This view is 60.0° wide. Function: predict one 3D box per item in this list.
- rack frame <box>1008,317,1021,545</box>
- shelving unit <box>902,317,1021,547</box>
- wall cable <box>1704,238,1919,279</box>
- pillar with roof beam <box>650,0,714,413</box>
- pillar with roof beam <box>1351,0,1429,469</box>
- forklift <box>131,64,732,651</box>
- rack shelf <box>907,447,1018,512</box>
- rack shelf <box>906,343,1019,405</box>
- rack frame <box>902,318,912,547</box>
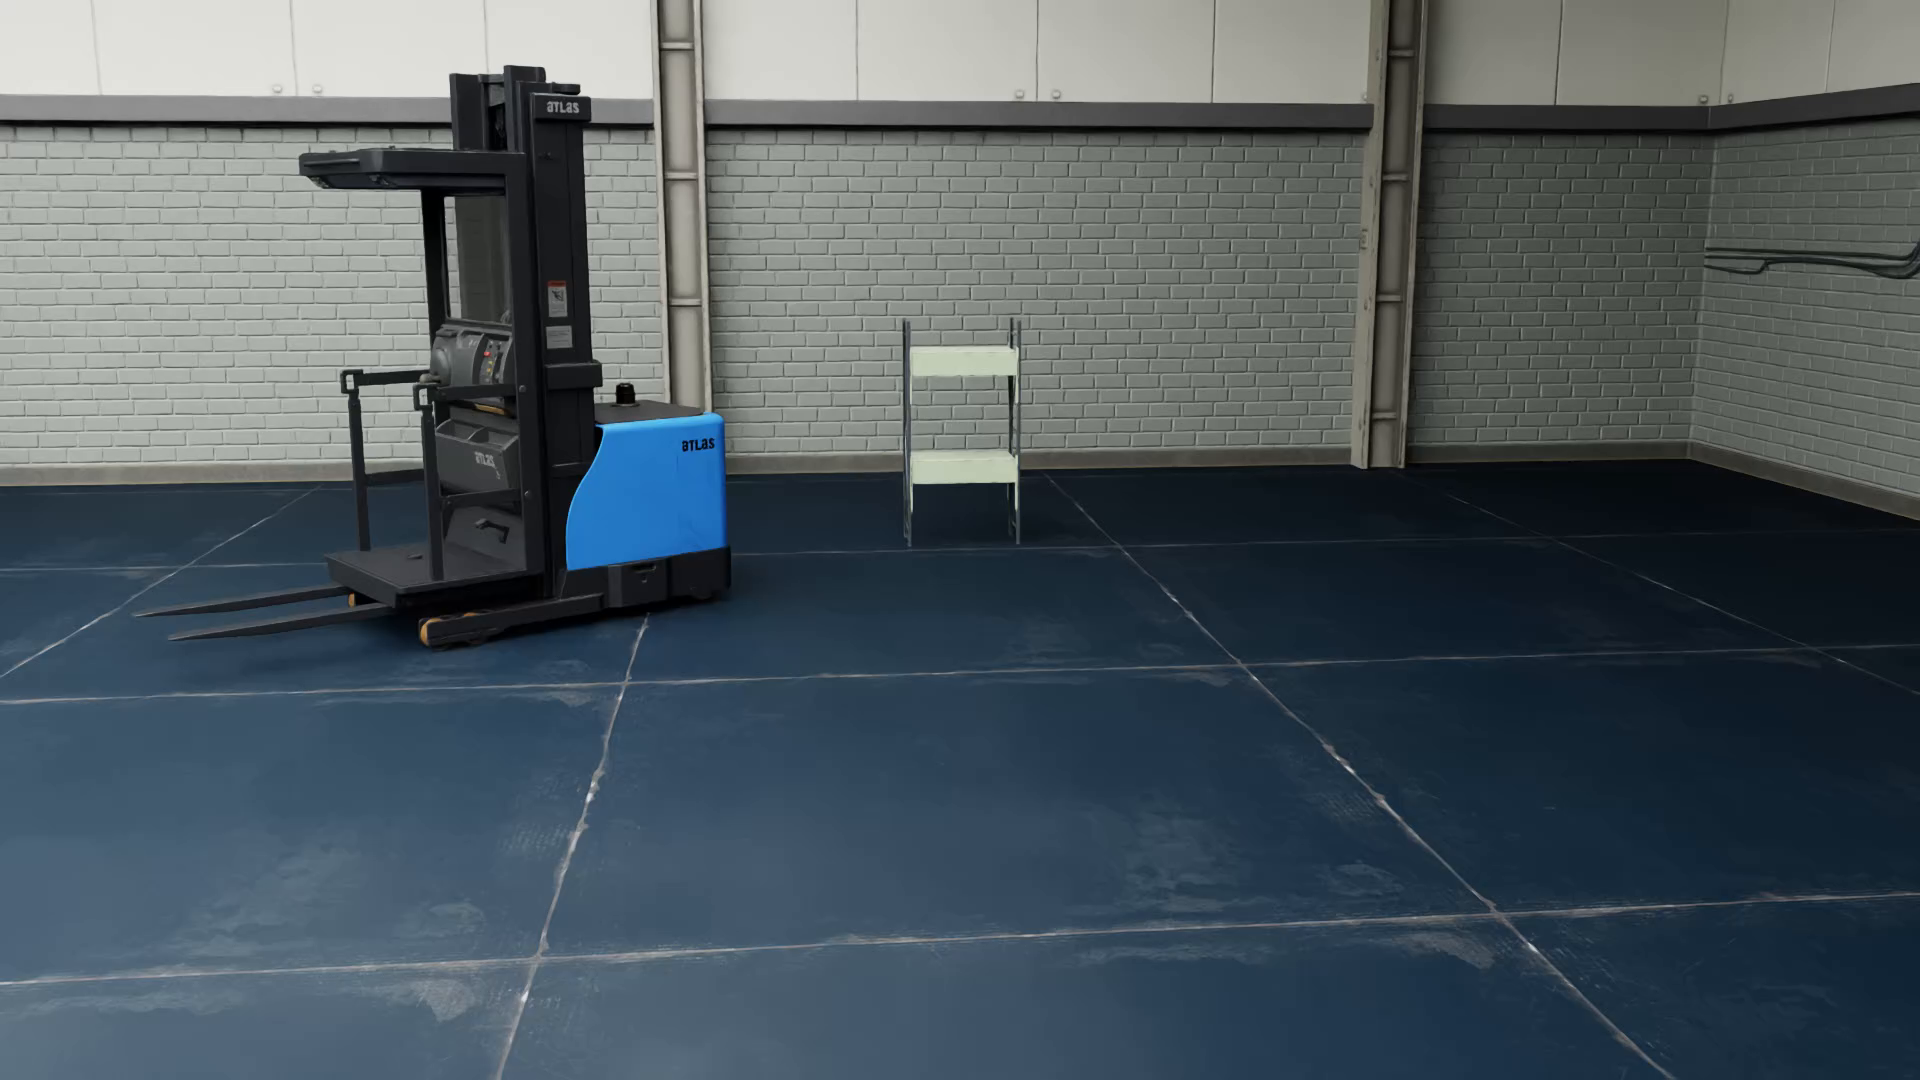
[{"bbox_3d":[0.371,-0.744,11.263,0.023,1.500,0.400,-1,11,-6],"label":"rack frame"},{"bbox_3d":[0.007,-0.736,11.224,0.755,1.500,0.431,-1,11,-6],"label":"shelving unit"},{"bbox_3d":[6.762,-3.356,13.162,0.112,2.526,3.097,-1,11,-6],"label":"wall cable"},{"bbox_3d":[-1.810,-4.122,9.005,0.400,9.000,9.100,-1,11,-6],"label":"pillar with roof beam"},{"bbox_3d":[4.155,-4.247,9.641,0.400,9.000,9.100,-1,11,-6],"label":"pillar with roof beam"},{"bbox_3d":[-2.777,-0.987,8.791,3.031,2.935,1.130,-9,14,-39],"label":"forklift"},{"bbox_3d":[0.007,-0.416,11.287,0.720,0.370,0.431,-1,11,-6],"label":"rack shelf"},{"bbox_3d":[0.007,-1.119,11.149,0.720,0.370,0.431,-1,11,-6],"label":"rack shelf"},{"bbox_3d":[-0.357,-0.728,11.185,0.023,1.500,0.400,-1,11,-6],"label":"rack frame"}]
